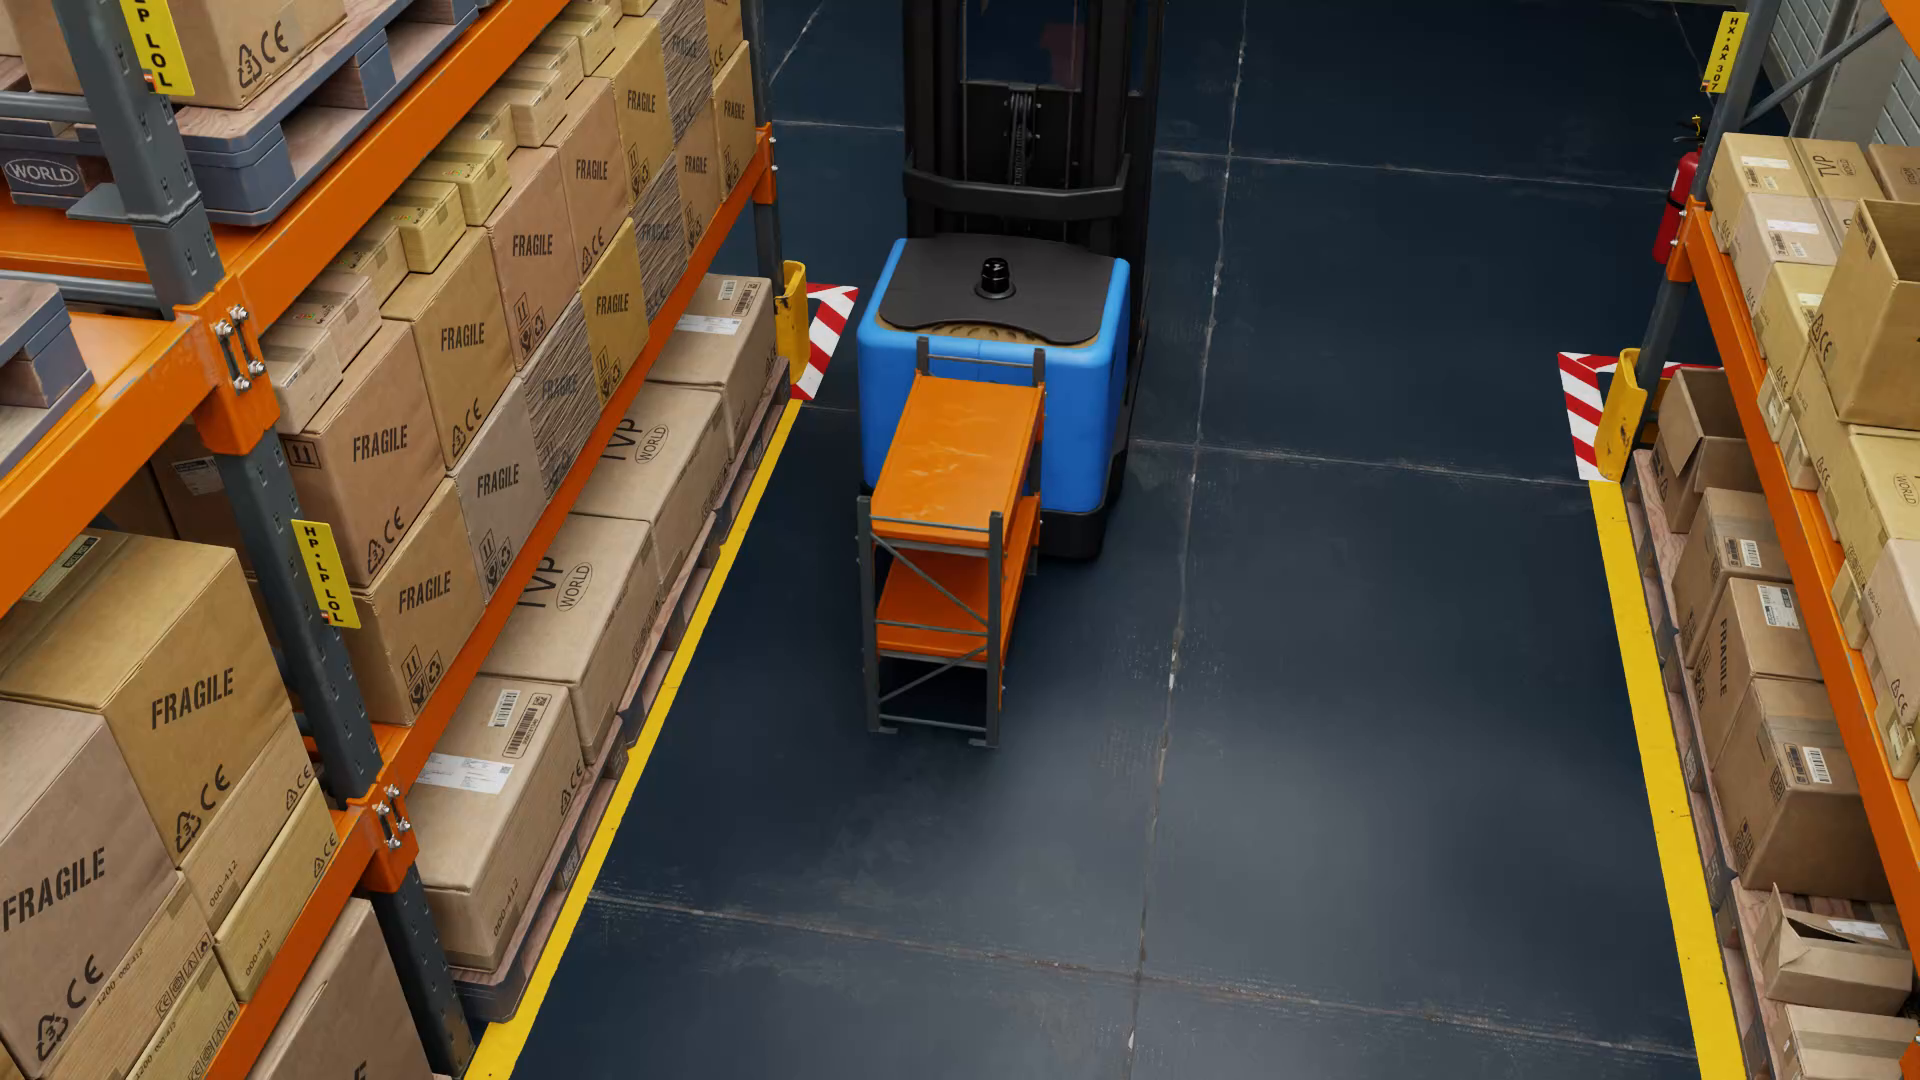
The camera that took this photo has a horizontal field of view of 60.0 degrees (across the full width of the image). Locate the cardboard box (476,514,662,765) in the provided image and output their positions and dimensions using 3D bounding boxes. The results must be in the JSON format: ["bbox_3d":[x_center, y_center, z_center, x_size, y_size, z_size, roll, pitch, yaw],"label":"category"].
[{"bbox_3d":[-1.674,0.327,6.181,0.875,0.438,0.875,5,40,6],"label":"cardboard box"}]

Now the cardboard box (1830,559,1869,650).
[{"bbox_3d":[2.787,0.203,4.848,0.380,0.149,0.250,6,40,7],"label":"cardboard box"}]

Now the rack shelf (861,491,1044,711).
[{"bbox_3d":[-0.012,0.189,6.522,0.538,0.278,1.000,7,40,8],"label":"rack shelf"}]

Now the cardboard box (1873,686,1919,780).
[{"bbox_3d":[2.698,0.528,4.454,0.380,0.149,0.250,7,40,9],"label":"cardboard box"}]

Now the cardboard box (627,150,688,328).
[{"bbox_3d":[-1.354,-1.134,6.189,0.500,0.500,0.500,7,40,9],"label":"cardboard box"}]

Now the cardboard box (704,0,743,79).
[{"bbox_3d":[-1.199,-2.160,6.645,0.500,0.500,0.500,8,40,9],"label":"cardboard box"}]

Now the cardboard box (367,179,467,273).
[{"bbox_3d":[-1.598,-0.875,4.582,0.380,0.149,0.250,6,40,7],"label":"cardboard box"}]

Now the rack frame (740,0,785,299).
[{"bbox_3d":[-1.350,-2.065,7.393,1.000,3.000,0.127,6,40,8],"label":"rack frame"}]

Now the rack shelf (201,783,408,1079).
[{"bbox_3d":[-2.389,1.978,3.068,1.077,0.370,4.000,6,40,8],"label":"rack shelf"}]

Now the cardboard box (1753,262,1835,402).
[{"bbox_3d":[3.024,-0.687,5.611,0.500,0.250,0.500,6,40,7],"label":"cardboard box"}]

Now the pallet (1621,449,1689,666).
[{"bbox_3d":[3.389,0.103,6.960,1.003,0.211,1.213,6,40,8],"label":"pallet"}]

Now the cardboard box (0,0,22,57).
[{"bbox_3d":[-2.247,-1.295,3.806,0.396,0.266,0.258,8,40,9],"label":"cardboard box"}]

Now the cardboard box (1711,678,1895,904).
[{"bbox_3d":[2.974,0.839,5.513,0.700,0.500,0.500,5,40,6],"label":"cardboard box"}]

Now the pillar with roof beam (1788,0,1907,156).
[{"bbox_3d":[0.653,-5.899,7.323,9.100,9.000,0.400,6,40,8],"label":"pillar with roof beam"}]

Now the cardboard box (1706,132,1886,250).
[{"bbox_3d":[3.195,-1.321,6.378,0.500,0.250,0.500,7,40,8],"label":"cardboard box"}]

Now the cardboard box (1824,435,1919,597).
[{"bbox_3d":[2.866,-0.040,4.829,0.500,0.250,0.500,6,40,7],"label":"cardboard box"}]

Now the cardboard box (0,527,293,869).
[{"bbox_3d":[-1.873,0.330,3.634,0.500,0.500,0.500,8,40,9],"label":"cardboard box"}]

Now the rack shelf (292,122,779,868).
[{"bbox_3d":[-1.697,-0.532,6.104,1.077,0.370,4.000,6,40,8],"label":"rack shelf"}]

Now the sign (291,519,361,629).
[{"bbox_3d":[-1.506,0.084,3.948,0.100,0.325,0.005,6,40,8],"label":"sign"}]

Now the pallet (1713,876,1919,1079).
[{"bbox_3d":[2.967,1.635,5.107,1.003,0.211,1.213,6,40,8],"label":"pallet"}]

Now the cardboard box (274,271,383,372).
[{"bbox_3d":[-1.704,-0.560,4.201,0.380,0.149,0.250,7,40,8],"label":"cardboard box"}]

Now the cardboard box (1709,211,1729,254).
[{"bbox_3d":[3.212,-1.247,6.601,0.380,0.149,0.250,6,40,7],"label":"cardboard box"}]

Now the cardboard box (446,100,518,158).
[{"bbox_3d":[-1.561,-1.205,4.981,0.380,0.149,0.250,6,40,8],"label":"cardboard box"}]

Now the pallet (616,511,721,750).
[{"bbox_3d":[-1.625,0.284,6.741,1.003,0.211,1.213,6,40,8],"label":"pallet"}]

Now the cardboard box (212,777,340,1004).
[{"bbox_3d":[-1.872,0.813,4.031,0.500,0.250,0.500,5,40,7],"label":"cardboard box"}]

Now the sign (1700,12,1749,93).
[{"bbox_3d":[3.005,-1.913,6.530,0.100,0.325,0.005,6,40,8],"label":"sign"}]

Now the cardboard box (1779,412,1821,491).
[{"bbox_3d":[2.915,-0.276,5.427,0.380,0.149,0.250,7,40,9],"label":"cardboard box"}]

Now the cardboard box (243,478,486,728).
[{"bbox_3d":[-1.704,0.142,4.646,0.500,0.500,0.500,8,40,9],"label":"cardboard box"}]

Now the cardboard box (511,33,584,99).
[{"bbox_3d":[-1.446,-1.522,5.364,0.380,0.149,0.250,8,40,9],"label":"cardboard box"}]

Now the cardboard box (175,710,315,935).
[{"bbox_3d":[-1.879,0.614,3.878,0.500,0.250,0.500,6,40,8],"label":"cardboard box"}]

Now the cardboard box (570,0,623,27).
[{"bbox_3d":[-1.396,-1.848,5.759,0.380,0.149,0.250,6,40,7],"label":"cardboard box"}]

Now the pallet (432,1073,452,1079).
[{"bbox_3d":[-2.102,2.013,4.650,1.003,0.211,1.213,6,40,8],"label":"pallet"}]

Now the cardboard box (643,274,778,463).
[{"bbox_3d":[-1.366,-0.814,7.561,0.875,0.438,0.875,5,40,6],"label":"cardboard box"}]

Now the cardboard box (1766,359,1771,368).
[{"bbox_3d":[3.058,-0.594,5.812,0.380,0.149,0.250,7,40,8],"label":"cardboard box"}]

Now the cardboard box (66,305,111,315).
[{"bbox_3d":[-2.303,-0.457,4.076,0.380,0.149,0.250,6,40,7],"label":"cardboard box"}]

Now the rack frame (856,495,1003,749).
[{"bbox_3d":[-0.103,0.319,5.981,0.500,1.125,0.032,7,40,8],"label":"rack frame"}]

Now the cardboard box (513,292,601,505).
[{"bbox_3d":[-1.520,-0.485,5.404,0.500,0.500,0.500,7,40,8],"label":"cardboard box"}]

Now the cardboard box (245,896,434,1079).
[{"bbox_3d":[-2.071,1.501,4.419,0.875,0.875,0.875,8,40,9],"label":"cardboard box"}]

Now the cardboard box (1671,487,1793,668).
[{"bbox_3d":[3.154,0.187,6.301,0.700,0.500,0.500,8,40,9],"label":"cardboard box"}]

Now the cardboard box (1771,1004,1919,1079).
[{"bbox_3d":[2.654,1.546,4.934,0.380,0.149,0.250,5,40,6],"label":"cardboard box"}]

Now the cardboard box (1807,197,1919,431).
[{"bbox_3d":[2.936,-0.669,5.001,0.500,0.500,0.500,7,40,9],"label":"cardboard box"}]

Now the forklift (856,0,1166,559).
[{"bbox_3d":[0.346,-1.993,7.360,1.130,2.935,3.031,7,40,8],"label":"forklift"}]

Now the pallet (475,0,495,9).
[{"bbox_3d":[-1.677,-1.952,4.972,1.003,0.211,1.213,6,40,8],"label":"pallet"}]

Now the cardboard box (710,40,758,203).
[{"bbox_3d":[-1.173,-1.771,6.960,0.500,0.500,0.500,7,40,8],"label":"cardboard box"}]

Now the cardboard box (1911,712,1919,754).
[{"bbox_3d":[2.695,0.587,4.070,0.500,0.250,0.500,7,40,9],"label":"cardboard box"}]

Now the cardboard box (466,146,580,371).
[{"bbox_3d":[-1.528,-0.887,5.106,0.500,0.500,0.500,7,40,9],"label":"cardboard box"}]

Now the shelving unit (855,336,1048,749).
[{"bbox_3d":[-0.012,0.001,6.366,0.538,1.125,1.048,7,40,8],"label":"shelving unit"}]

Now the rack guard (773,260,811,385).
[{"bbox_3d":[-1.346,-1.116,8.208,1.175,0.500,0.348,6,40,8],"label":"rack guard"}]

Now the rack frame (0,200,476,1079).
[{"bbox_3d":[-2.043,0.446,4.357,1.000,3.000,0.127,6,40,8],"label":"rack frame"}]

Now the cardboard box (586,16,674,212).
[{"bbox_3d":[-1.350,-1.518,5.869,0.500,0.500,0.500,6,40,7],"label":"cardboard box"}]

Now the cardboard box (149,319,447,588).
[{"bbox_3d":[-1.722,-0.250,4.336,0.500,0.500,0.500,7,40,8],"label":"cardboard box"}]
